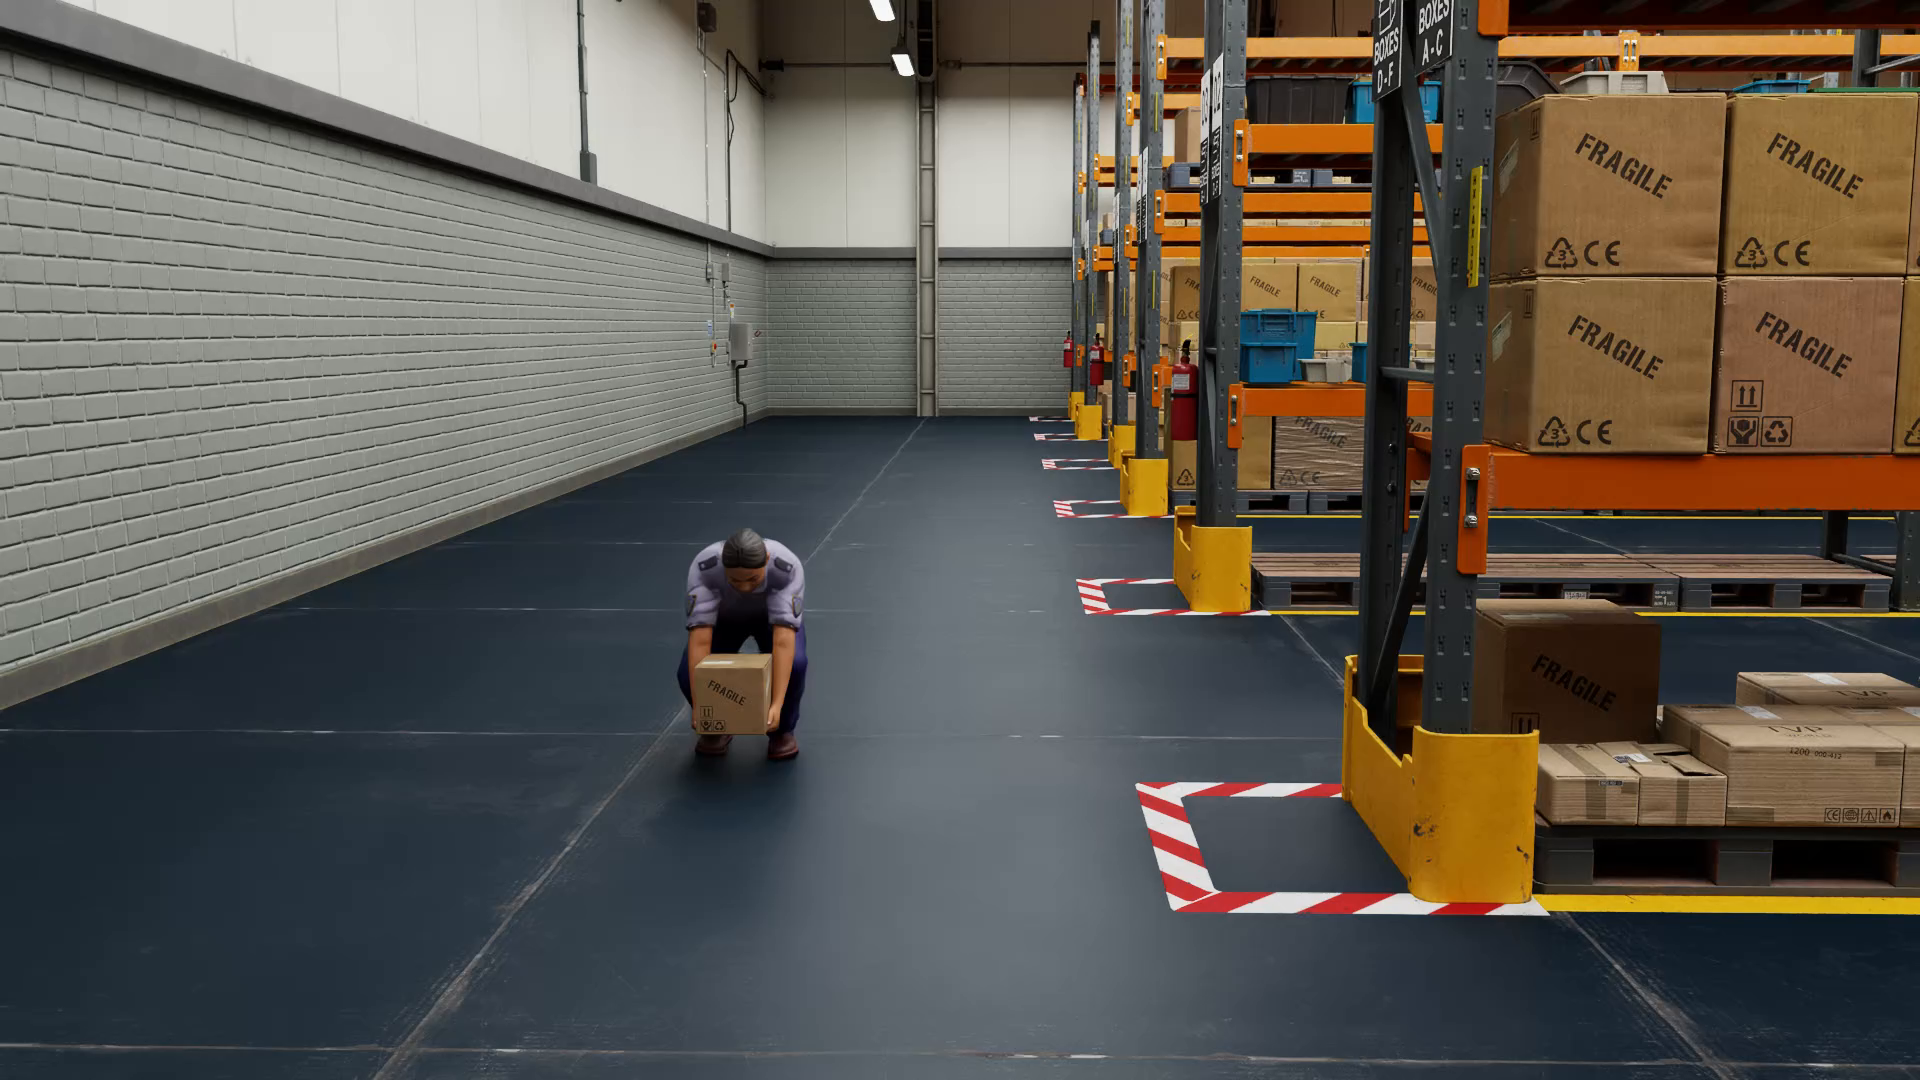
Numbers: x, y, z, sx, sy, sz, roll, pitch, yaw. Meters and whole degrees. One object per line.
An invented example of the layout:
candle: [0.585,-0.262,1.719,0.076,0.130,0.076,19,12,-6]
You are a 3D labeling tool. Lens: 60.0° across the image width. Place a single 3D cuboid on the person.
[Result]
person: [-0.831,0.385,6.417,0.501,0.939,0.857,0,7,0]
